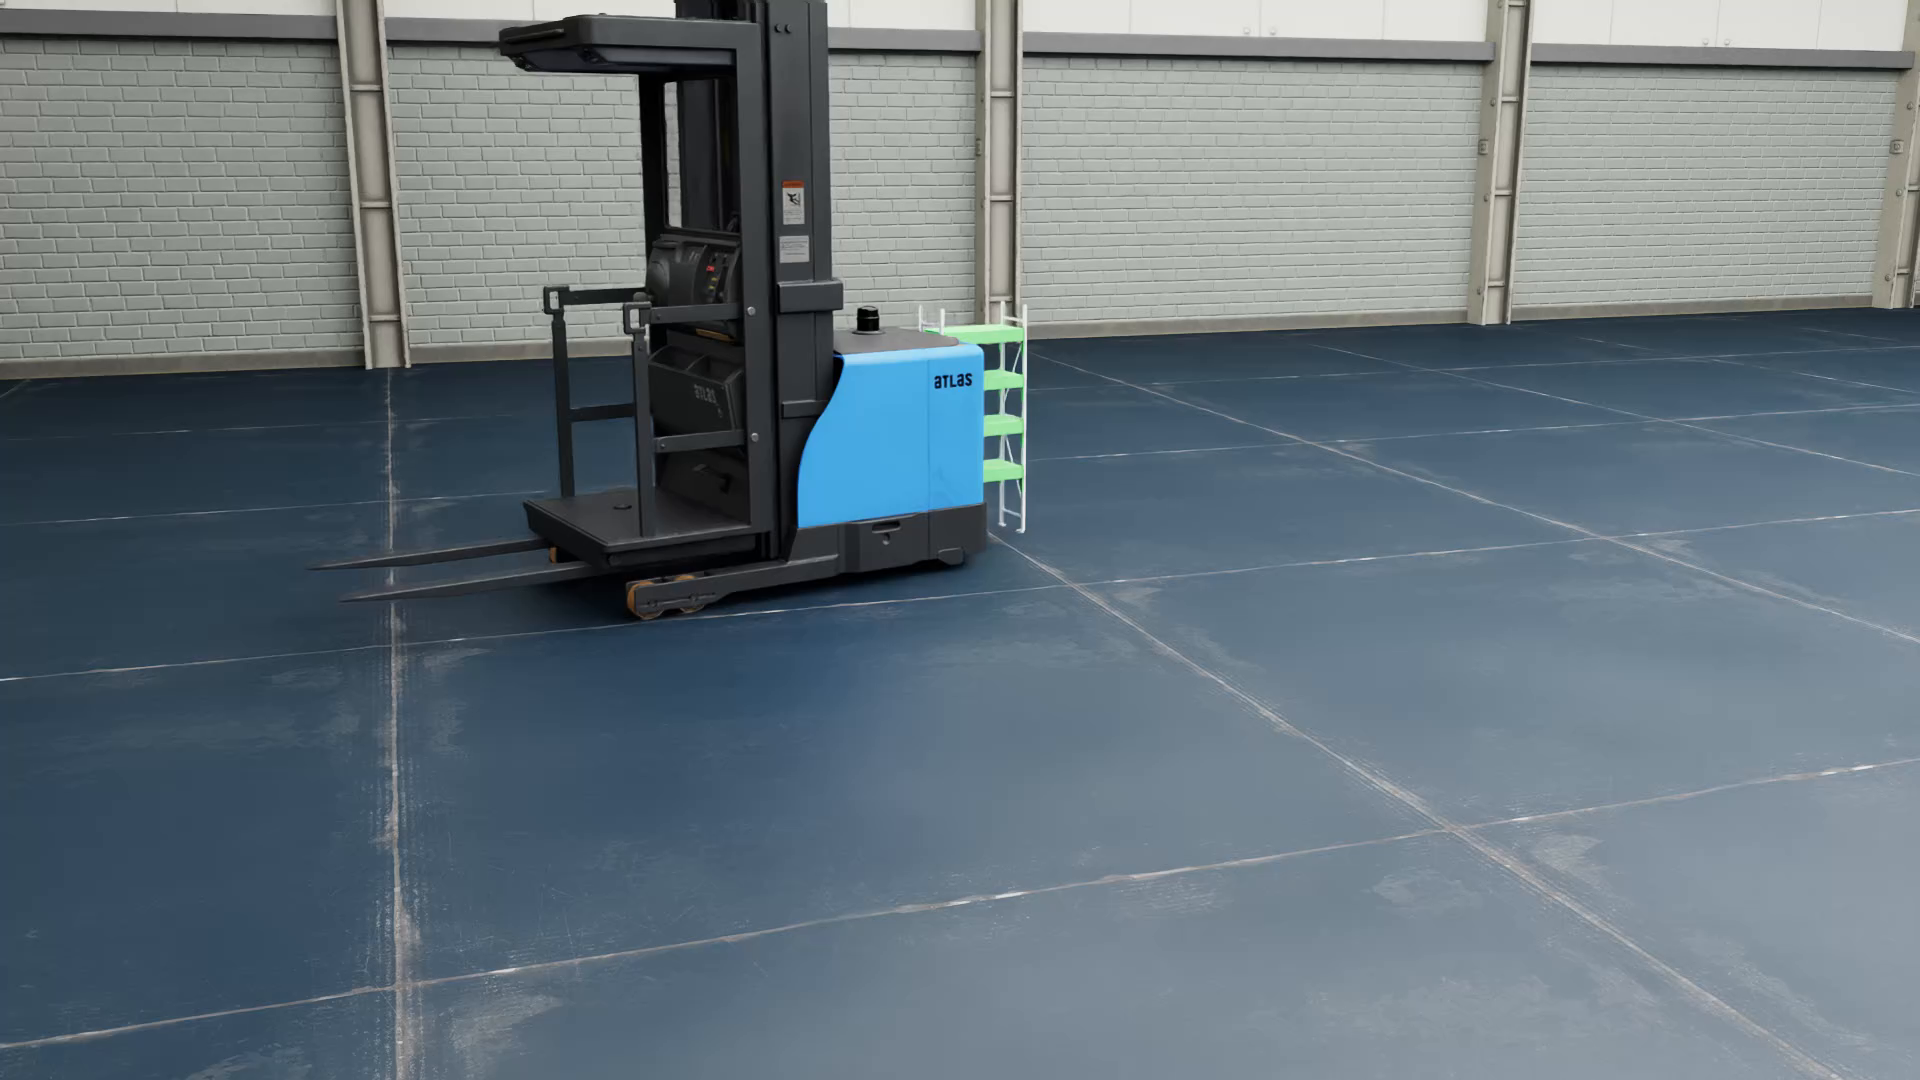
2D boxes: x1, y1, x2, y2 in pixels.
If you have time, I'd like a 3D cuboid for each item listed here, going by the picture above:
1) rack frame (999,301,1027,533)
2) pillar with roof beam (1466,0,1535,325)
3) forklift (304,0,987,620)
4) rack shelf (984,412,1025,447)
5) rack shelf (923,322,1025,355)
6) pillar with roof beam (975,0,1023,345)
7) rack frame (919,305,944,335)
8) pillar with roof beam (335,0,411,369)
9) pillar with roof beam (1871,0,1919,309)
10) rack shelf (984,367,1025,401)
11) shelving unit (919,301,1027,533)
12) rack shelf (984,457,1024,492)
[{"bbox_3d":[0.278,-0.647,8.771,0.015,1.200,0.240,-8,15,-29],"label":"rack frame"},{"bbox_3d":[7.448,-5.930,14.127,0.400,9.000,9.100,-4,14,-18],"label":"pillar with roof beam"},{"bbox_3d":[-1.388,-1.221,7.440,3.031,2.935,1.130,-8,16,-32],"label":"forklift"},{"bbox_3d":[0.067,-0.557,8.668,0.480,0.148,0.258,-8,15,-29],"label":"rack shelf"},{"bbox_3d":[0.067,-1.024,8.557,0.480,0.148,0.258,-8,15,-29],"label":"rack shelf"},{"bbox_3d":[1.762,-5.487,12.265,0.400,9.000,9.100,-4,14,-18],"label":"pillar with roof beam"},{"bbox_3d":[-0.145,-0.591,8.535,0.015,1.200,0.240,-8,15,-29],"label":"rack frame"},{"bbox_3d":[-3.925,-5.044,10.403,0.400,9.000,9.100,-4,14,-18],"label":"pillar with roof beam"},{"bbox_3d":[13.135,-6.373,15.988,0.400,9.000,9.100,-4,14,-18],"label":"pillar with roof beam"},{"bbox_3d":[0.067,-0.791,8.612,0.480,0.148,0.258,-8,15,-29],"label":"rack shelf"},{"bbox_3d":[0.067,-0.619,8.653,0.503,1.200,0.258,-8,15,-29],"label":"shelving unit"},{"bbox_3d":[0.067,-0.324,8.724,0.480,0.148,0.258,-8,15,-29],"label":"rack shelf"}]
